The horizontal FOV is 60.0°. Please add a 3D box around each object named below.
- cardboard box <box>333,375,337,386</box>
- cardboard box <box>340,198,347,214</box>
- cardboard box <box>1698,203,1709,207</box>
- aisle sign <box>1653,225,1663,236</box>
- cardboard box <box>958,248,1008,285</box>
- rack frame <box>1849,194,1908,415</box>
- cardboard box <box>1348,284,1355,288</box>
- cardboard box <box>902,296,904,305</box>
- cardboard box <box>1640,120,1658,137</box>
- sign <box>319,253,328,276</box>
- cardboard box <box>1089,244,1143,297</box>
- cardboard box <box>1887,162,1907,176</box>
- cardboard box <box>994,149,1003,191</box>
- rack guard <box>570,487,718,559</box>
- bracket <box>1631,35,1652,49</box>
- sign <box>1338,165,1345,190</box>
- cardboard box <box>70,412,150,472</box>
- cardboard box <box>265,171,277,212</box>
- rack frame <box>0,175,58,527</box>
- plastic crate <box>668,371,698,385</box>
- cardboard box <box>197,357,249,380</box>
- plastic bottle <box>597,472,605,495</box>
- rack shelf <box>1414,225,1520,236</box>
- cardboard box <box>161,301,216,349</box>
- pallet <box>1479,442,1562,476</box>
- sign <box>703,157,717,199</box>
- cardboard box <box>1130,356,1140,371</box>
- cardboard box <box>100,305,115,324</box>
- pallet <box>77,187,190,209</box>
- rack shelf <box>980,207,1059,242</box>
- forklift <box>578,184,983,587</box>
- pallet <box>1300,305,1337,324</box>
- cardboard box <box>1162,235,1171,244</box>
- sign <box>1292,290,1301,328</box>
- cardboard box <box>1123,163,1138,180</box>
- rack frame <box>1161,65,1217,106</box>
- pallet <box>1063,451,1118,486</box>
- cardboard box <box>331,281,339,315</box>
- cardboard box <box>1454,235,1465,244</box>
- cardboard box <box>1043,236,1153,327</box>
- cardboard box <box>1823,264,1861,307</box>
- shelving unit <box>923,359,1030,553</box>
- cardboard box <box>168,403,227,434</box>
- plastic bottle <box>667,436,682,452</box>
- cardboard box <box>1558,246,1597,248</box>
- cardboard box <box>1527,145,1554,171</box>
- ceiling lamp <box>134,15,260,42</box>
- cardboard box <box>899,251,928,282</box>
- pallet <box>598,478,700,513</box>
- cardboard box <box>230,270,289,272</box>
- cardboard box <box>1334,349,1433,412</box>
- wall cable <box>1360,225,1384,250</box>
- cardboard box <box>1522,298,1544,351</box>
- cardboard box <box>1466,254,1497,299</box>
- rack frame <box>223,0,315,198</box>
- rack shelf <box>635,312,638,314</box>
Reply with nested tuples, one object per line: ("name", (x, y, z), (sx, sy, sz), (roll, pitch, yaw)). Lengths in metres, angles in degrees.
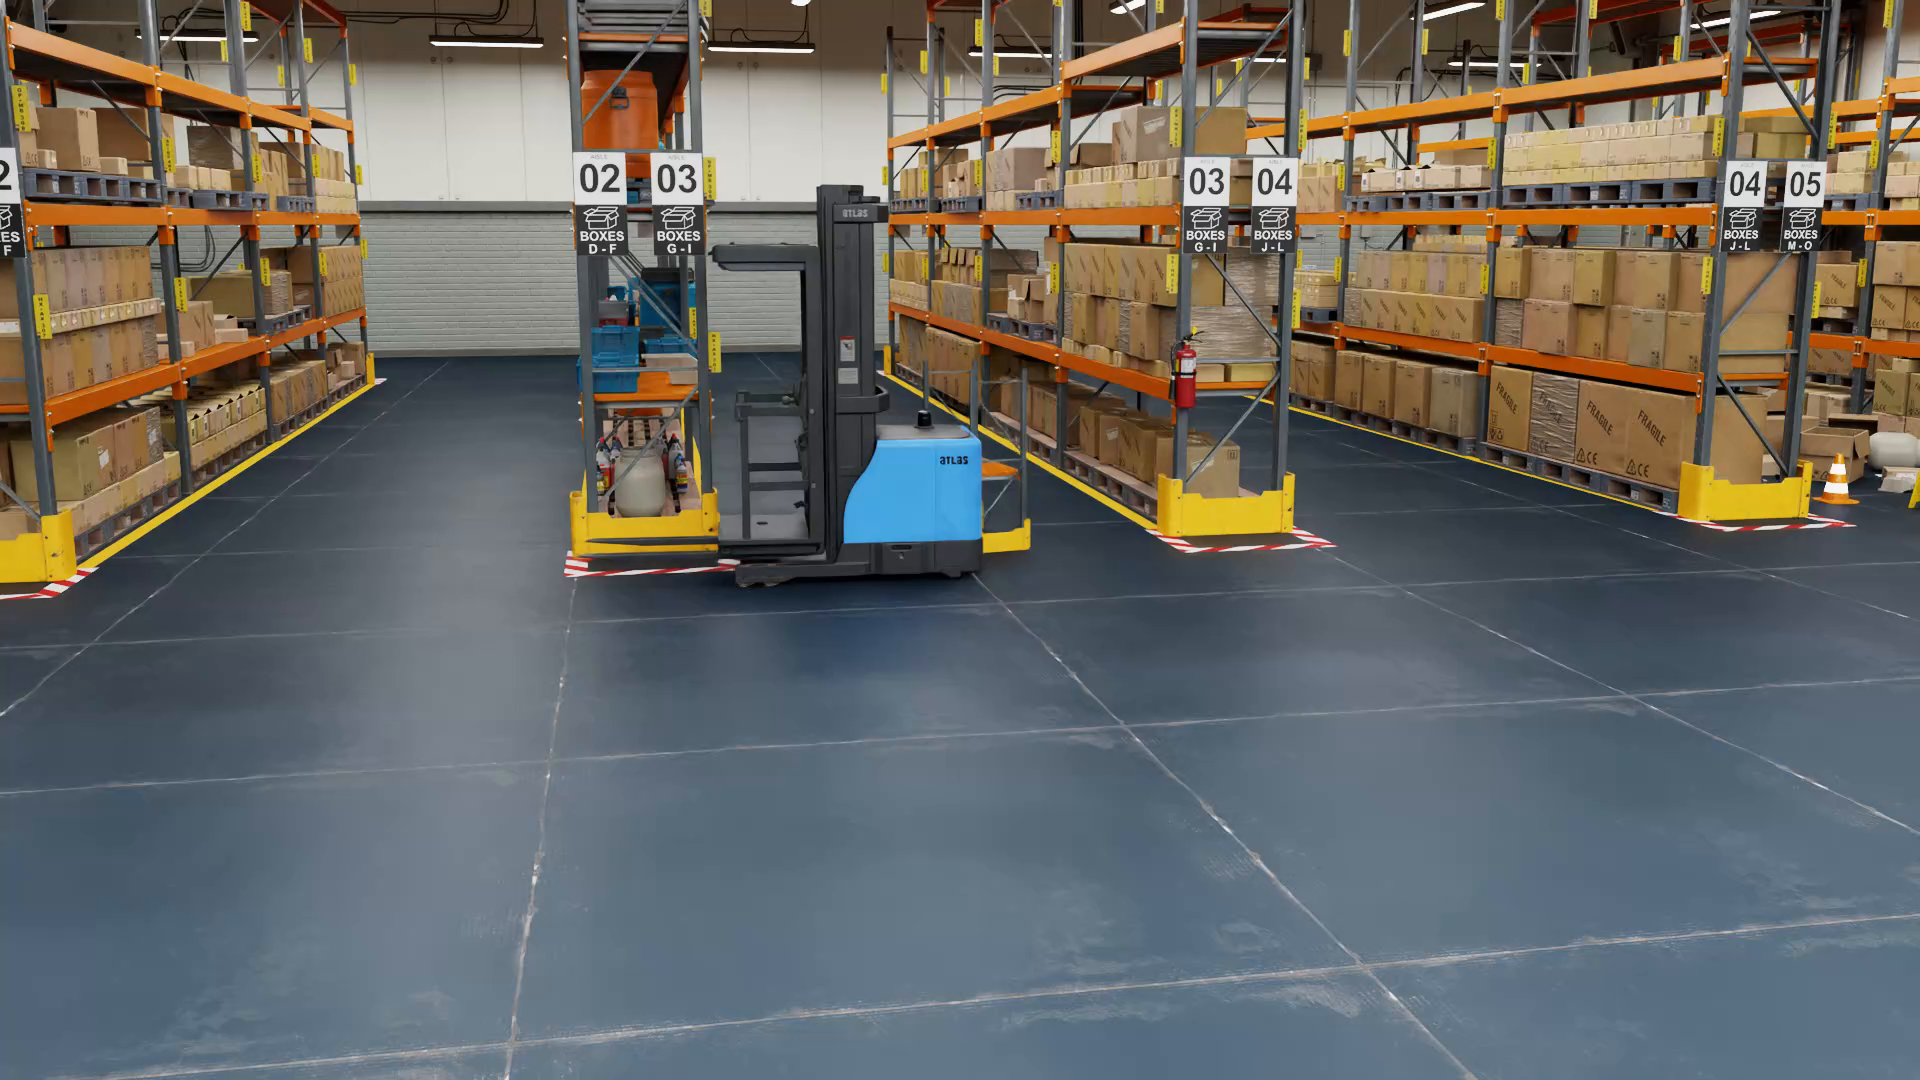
("cardboard box", (-9.758, -2.447, 25.434), (0.380, 0.166, 0.250), (-2, 11, -11))
("cardboard box", (-9.934, -5.246, 26.113), (0.500, 0.250, 0.500), (-2, 11, -11))
("cardboard box", (10.450, -4.663, 23.011), (0.396, 0.266, 0.258), (-2, 11, -11))
("aisle sign", (13.517, -6.294, 32.288), (0.394, 0.787, 0.004), (-2, 11, -11))
("cardboard box", (0.398, -3.925, 23.845), (0.797, 0.503, 0.637), (-2, 11, -9))
("rack frame", (11.284, -2.633, 20.006), (1.000, 3.000, 0.127), (-2, 11, -11))
("cardboard box", (5.718, -3.542, 23.539), (0.380, 0.149, 0.250), (-2, 11, -8))
("cardboard box", (-0.773, -4.037, 28.056), (0.380, 0.149, 0.250), (-2, 11, -12))
("cardboard box", (6.679, -3.888, 15.726), (0.380, 0.149, 0.250), (-2, 11, -10))
("sign", (-9.167, -3.970, 23.934), (0.100, 0.325, 0.005), (-2, 11, -11))
("cardboard box", (1.597, -2.684, 16.537), (0.500, 0.500, 0.500), (-2, 11, -11))
("cardboard box", (11.025, -4.305, 19.309), (0.380, 0.149, 0.250), (-2, 11, -12))
("cardboard box", (0.719, -4.586, 20.639), (0.500, 0.500, 0.500), (-2, 11, -11))
("rack guard", (-2.578, -0.143, 13.610), (1.175, 0.500, 0.348), (-2, 11, -11))
("bracket", (13.910, -10.168, 33.927), (0.235, 0.232, 0.430), (-2, 11, -11))
("sign", (5.137, -4.876, 22.387), (0.100, 0.325, 0.005), (-2, 11, -11))
("cardboard box", (-7.663, -0.876, 15.001), (0.500, 0.500, 0.500), (-2, 11, -11))
("cardboard box", (-9.251, -4.437, 21.195), (0.910, 0.500, 0.500), (-2, 11, -11))
("rack frame", (-7.377, -1.179, 12.369), (1.000, 3.000, 0.127), (-2, 11, -11))
("plastic crate", (-2.376, -1.405, 14.261), (0.298, 0.136, 0.250), (-2, 11, -11))
("cardboard box", (-9.360, -2.176, 21.111), (0.500, 0.250, 0.500), (-2, 11, -9))
("plastic bottle", (-3.304, -0.521, 15.219), (0.097, 0.201, 0.097), (0, 11, 0))
("rack shelf", (9.339, -5.587, 29.429), (1.077, 0.370, 4.000), (-2, 11, -11))
("cardboard box", (-8.590, -2.388, 18.455), (0.500, 0.500, 0.500), (-3, 11, -14))
("pallet", (6.519, -0.922, 18.476), (1.003, 0.211, 1.213), (-2, 11, -11))
("sign", (-1.977, -2.856, 13.132), (0.100, 0.325, 0.005), (-2, 11, -11))
("cardboard box", (1.824, -1.689, 15.719), (0.380, 0.149, 0.250), (-2, 11, -11))
("cardboard box", (-7.592, -1.957, 14.454), (0.380, 0.149, 0.250), (-2, 11, -9))
("pallet", (-8.339, -3.454, 16.809), (0.805, 0.209, 1.217), (-3, 11, -13))
("rack shelf", (1.174, -3.759, 19.827), (1.077, 0.370, 4.000), (-2, 11, -11))
("forklift", (-1.381, -1.195, 12.636), (3.031, 2.935, 1.130), (-1, 11, -7))
("pallet", (5.427, -3.200, 23.502), (1.213, 0.211, 1.003), (-2, 11, -11))
("cardboard box", (3.941, -5.230, 29.913), (0.500, 0.500, 0.500), (-2, 11, -11))
("sign", (2.873, -1.984, 14.281), (0.100, 0.325, 0.005), (-2, 11, -11))
("cardboard box", (1.735, -3.413, 15.418), (0.380, 0.149, 0.250), (-3, 11, -14))
("rack frame", (4.114, -7.582, 29.966), (1.000, 3.000, 0.127), (-2, 11, -11))
("pallet", (1.728, -0.781, 17.733), (1.003, 0.211, 1.213), (-2, 11, -11))
("cardboard box", (-9.645, -3.626, 24.959), (0.500, 0.500, 0.500), (-2, 11, -10))
("cardboard box", (9.008, -5.331, 29.509), (0.380, 0.149, 0.250), (-2, 11, -12))
("cardboard box", (1.546, -2.924, 18.810), (1.000, 1.000, 1.000), (-2, 11, -11))
("cardboard box", (10.969, -3.111, 20.331), (0.500, 0.500, 0.500), (-2, 11, -12))
("shelving unit", (0.110, -0.733, 14.038), (0.587, 1.500, 1.083), (-4, 12, -22))
("cardboard box", (-8.185, -1.316, 17.817), (0.500, 0.311, 0.500), (-2, 11, -13))
("plastic bottle", (-2.850, -0.864, 16.623), (0.144, 0.351, 0.185), (-3, 11, -14))
("cardboard box", (9.753, -4.365, 26.165), (0.500, 0.500, 0.500), (-2, 11, -12))
("cardboard box", (6.368, -4.043, 17.610), (0.500, 0.250, 0.500), (-2, 11, -11))
("ceiling lamp", (-13.392, -10.332, 28.799), (2.000, 3.185, 0.800), (-2, 11, -11))
("cardboard box", (-0.738, -4.630, 28.098), (0.500, 0.500, 0.500), (-2, 11, -13))
("pallet", (-2.965, -0.373, 15.594), (1.003, 0.211, 1.213), (-2, 11, -11))
("cardboard box", (-9.838, -3.540, 23.385), (0.700, 0.500, 0.500), (-6, 12, -30))
("cardboard box", (5.700, -2.154, 22.385), (1.050, 0.750, 0.750), (-2, 11, -12))
("wall cable", (9.219, -6.420, 37.186), (0.588, 1.984, 0.122), (-2, 11, -11))
("cardboard box", (6.661, -2.341, 18.070), (0.875, 0.550, 0.550), (-2, 11, -11))
("cardboard box", (6.346, -3.065, 19.338), (0.700, 0.500, 0.500), (-2, 11, -12))
("rack frame", (-9.711, -6.327, 23.372), (1.000, 3.000, 0.127), (-2, 11, -11))
("rack shelf", (-5.240, -3.573, 26.870), (1.077, 0.370, 4.000), (-2, 11, -11))
